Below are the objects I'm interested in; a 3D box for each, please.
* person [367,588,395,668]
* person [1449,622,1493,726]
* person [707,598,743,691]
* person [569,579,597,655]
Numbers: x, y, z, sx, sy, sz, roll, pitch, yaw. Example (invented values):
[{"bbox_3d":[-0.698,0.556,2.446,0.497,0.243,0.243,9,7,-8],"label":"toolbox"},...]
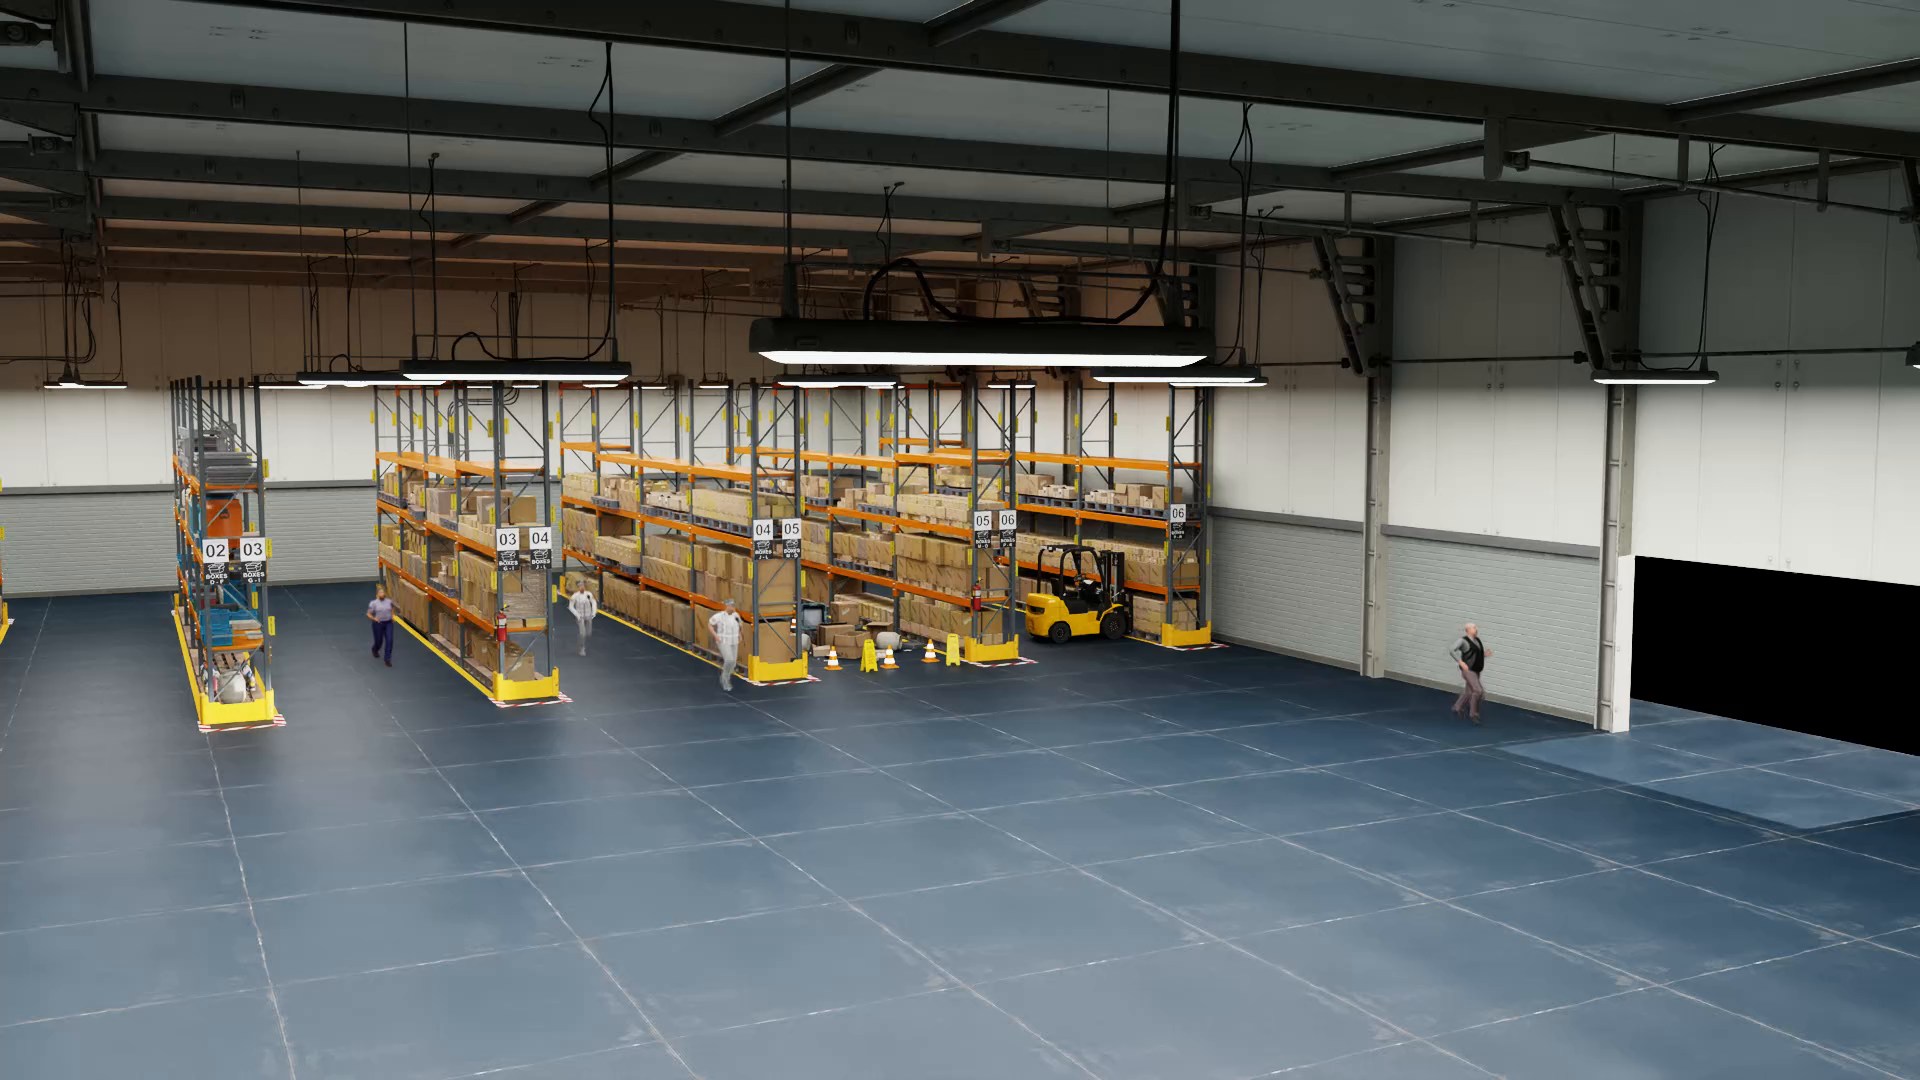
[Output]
[{"bbox_3d":[-12.132,1.821,34.920,0.607,1.648,0.841,-3,6,-33],"label":"person"},{"bbox_3d":[8.841,2.311,28.754,0.639,1.780,0.731,-5,7,-44],"label":"person"},{"bbox_3d":[-4.462,2.011,32.067,0.673,1.805,0.678,-4,7,-40],"label":"person"},{"bbox_3d":[-8.244,1.676,36.346,0.636,1.674,0.619,-3,6,-28],"label":"person"}]
